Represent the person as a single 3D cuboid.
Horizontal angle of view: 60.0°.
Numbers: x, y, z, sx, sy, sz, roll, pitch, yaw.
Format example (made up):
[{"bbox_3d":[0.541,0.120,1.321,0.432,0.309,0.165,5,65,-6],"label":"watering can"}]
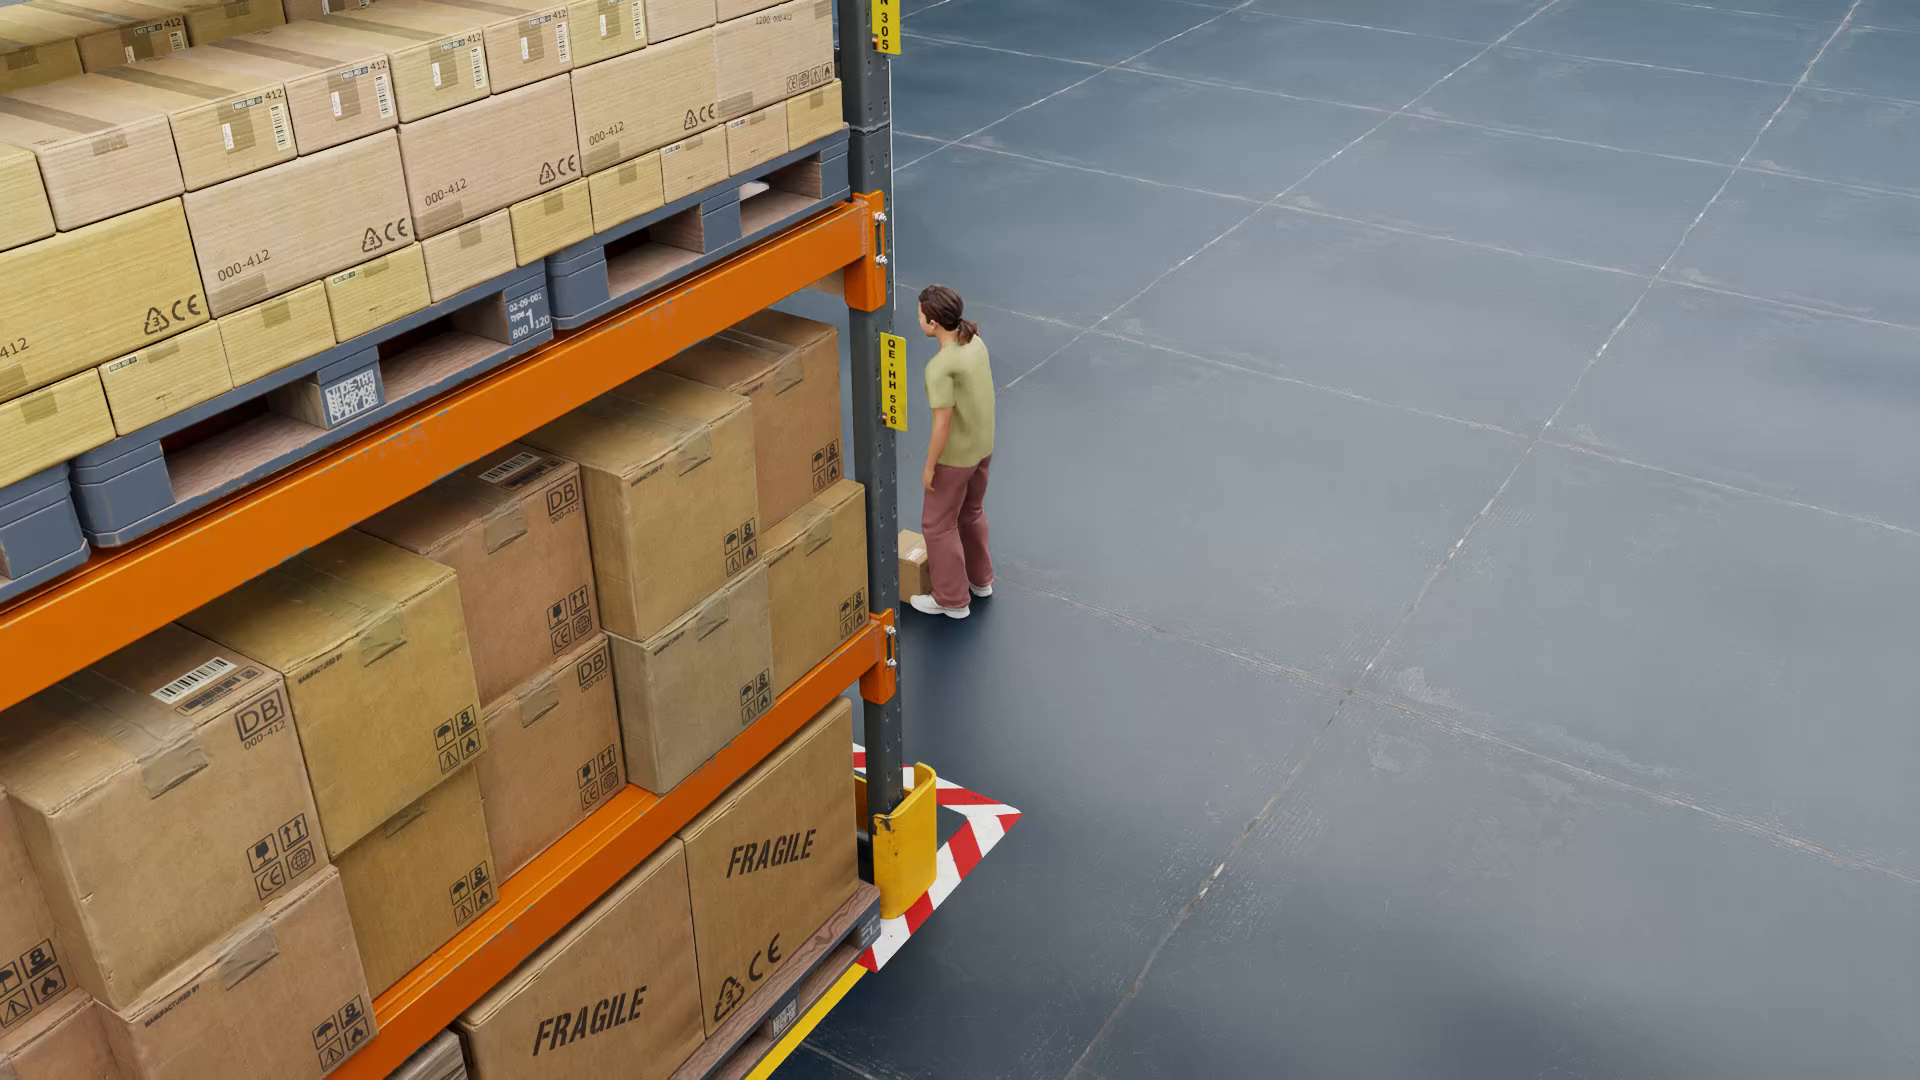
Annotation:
[{"bbox_3d":[-0.028,-0.409,7.824,0.354,1.672,0.507,17,35,26],"label":"person"}]
